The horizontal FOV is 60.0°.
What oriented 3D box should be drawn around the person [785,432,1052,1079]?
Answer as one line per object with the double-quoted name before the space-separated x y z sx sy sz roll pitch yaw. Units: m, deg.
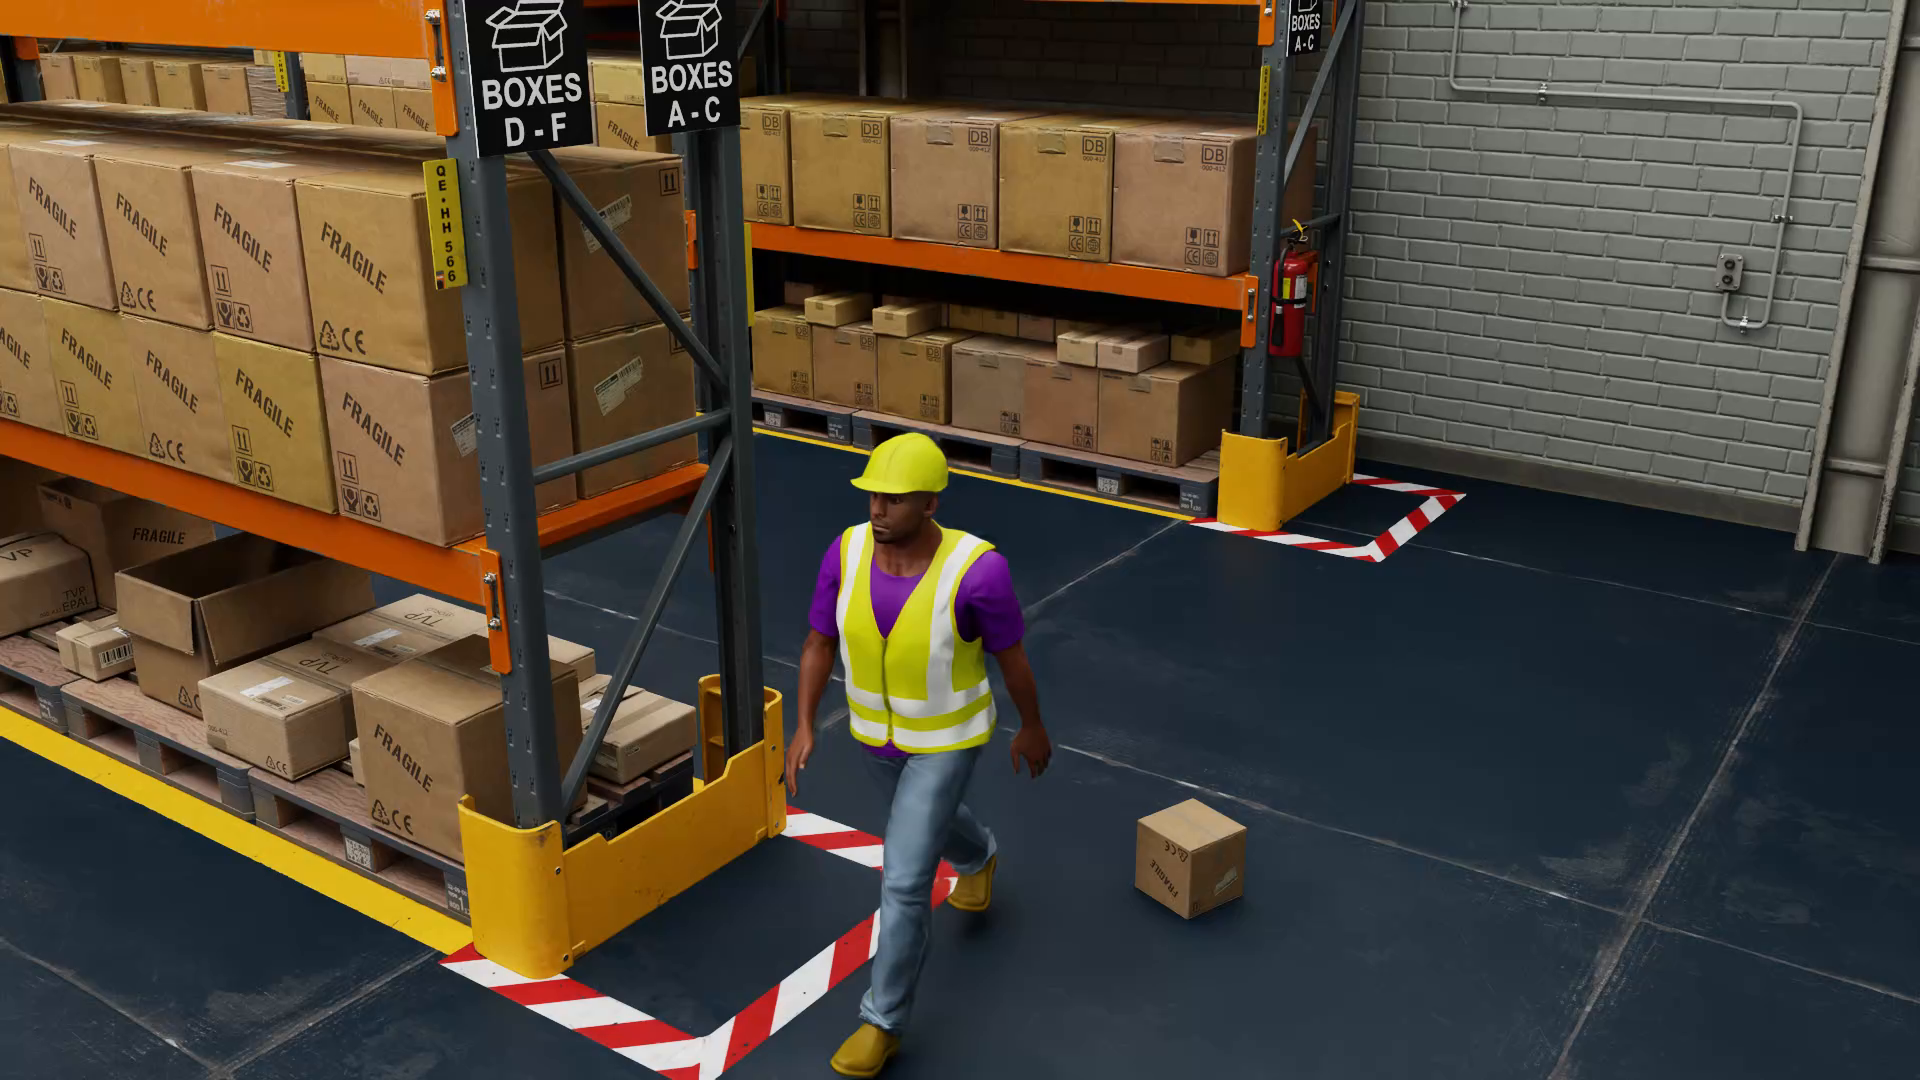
"person" -0.120 0.518 4.645 0.608 1.709 1.123 12 23 30
